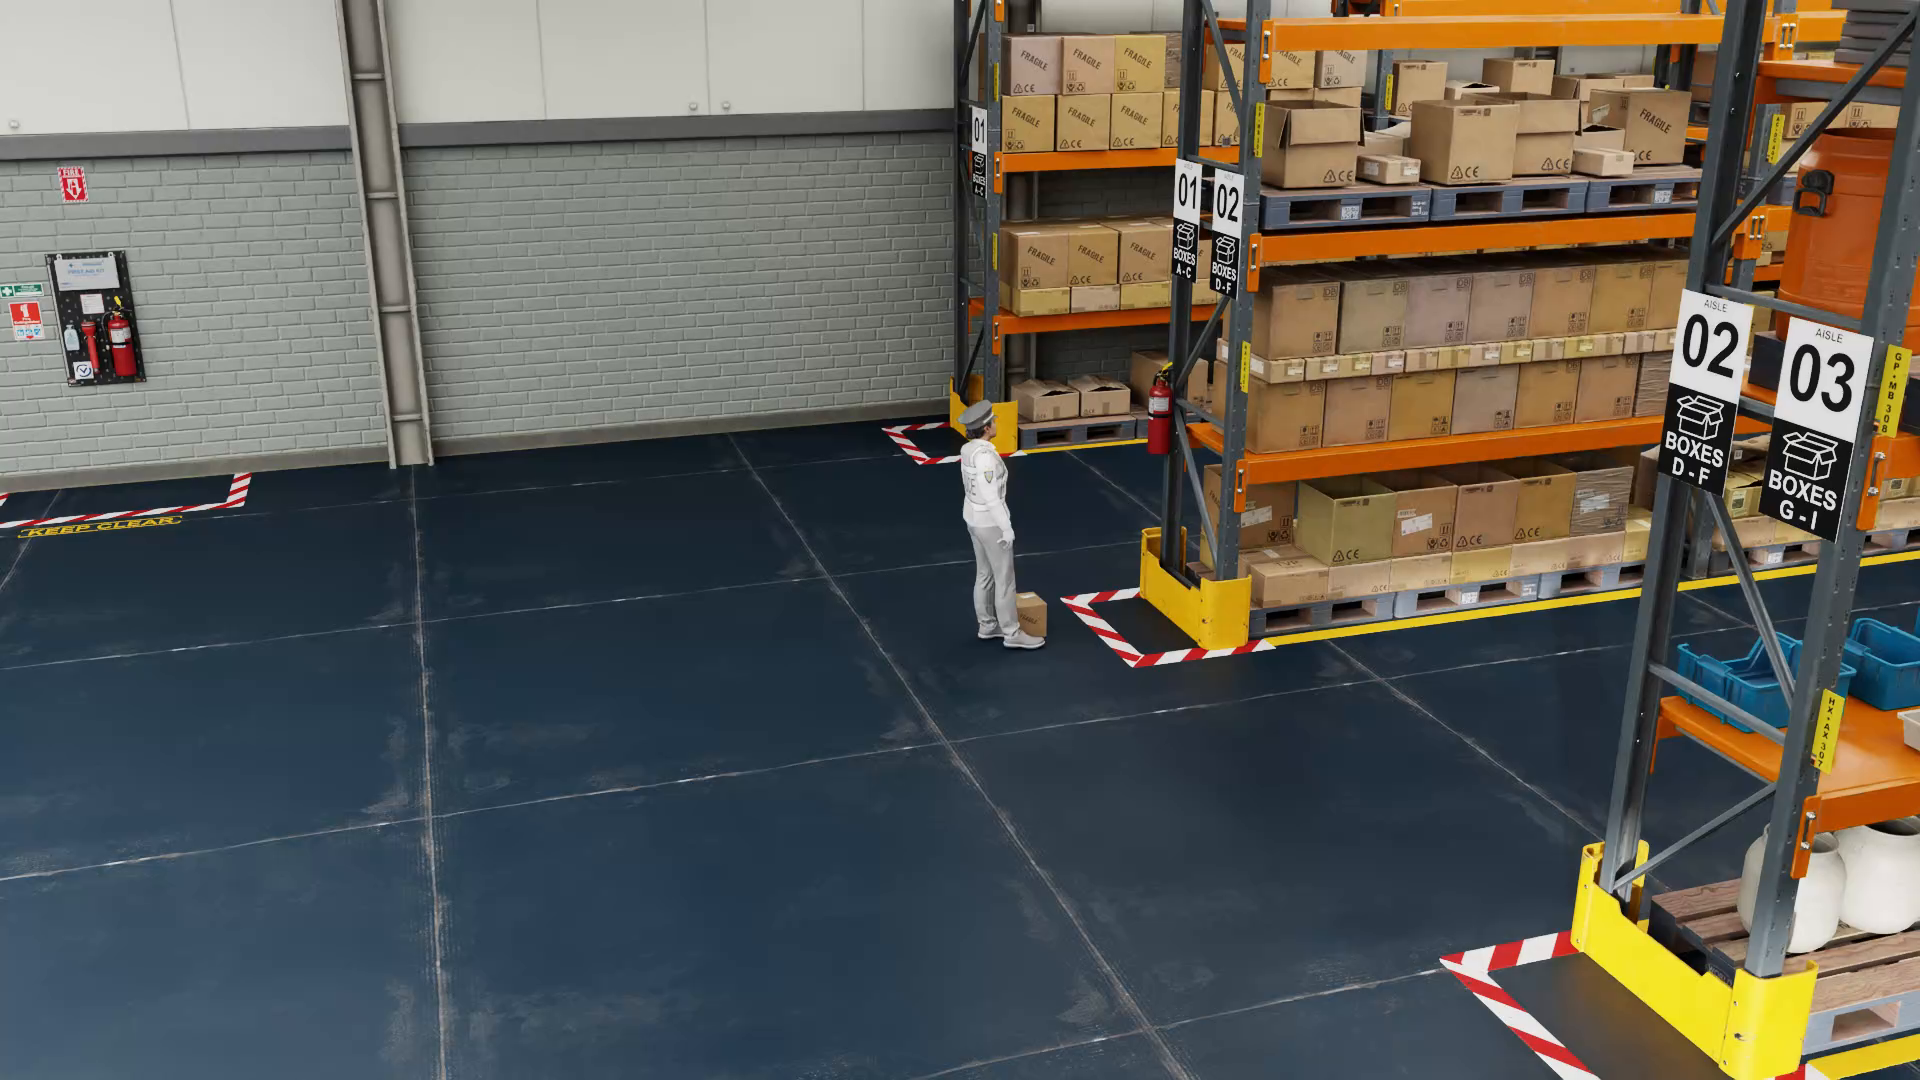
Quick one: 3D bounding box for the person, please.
[{"bbox_3d":[0.257,-0.123,11.341,0.533,1.697,0.588,-6,20,-17],"label":"person"}]
